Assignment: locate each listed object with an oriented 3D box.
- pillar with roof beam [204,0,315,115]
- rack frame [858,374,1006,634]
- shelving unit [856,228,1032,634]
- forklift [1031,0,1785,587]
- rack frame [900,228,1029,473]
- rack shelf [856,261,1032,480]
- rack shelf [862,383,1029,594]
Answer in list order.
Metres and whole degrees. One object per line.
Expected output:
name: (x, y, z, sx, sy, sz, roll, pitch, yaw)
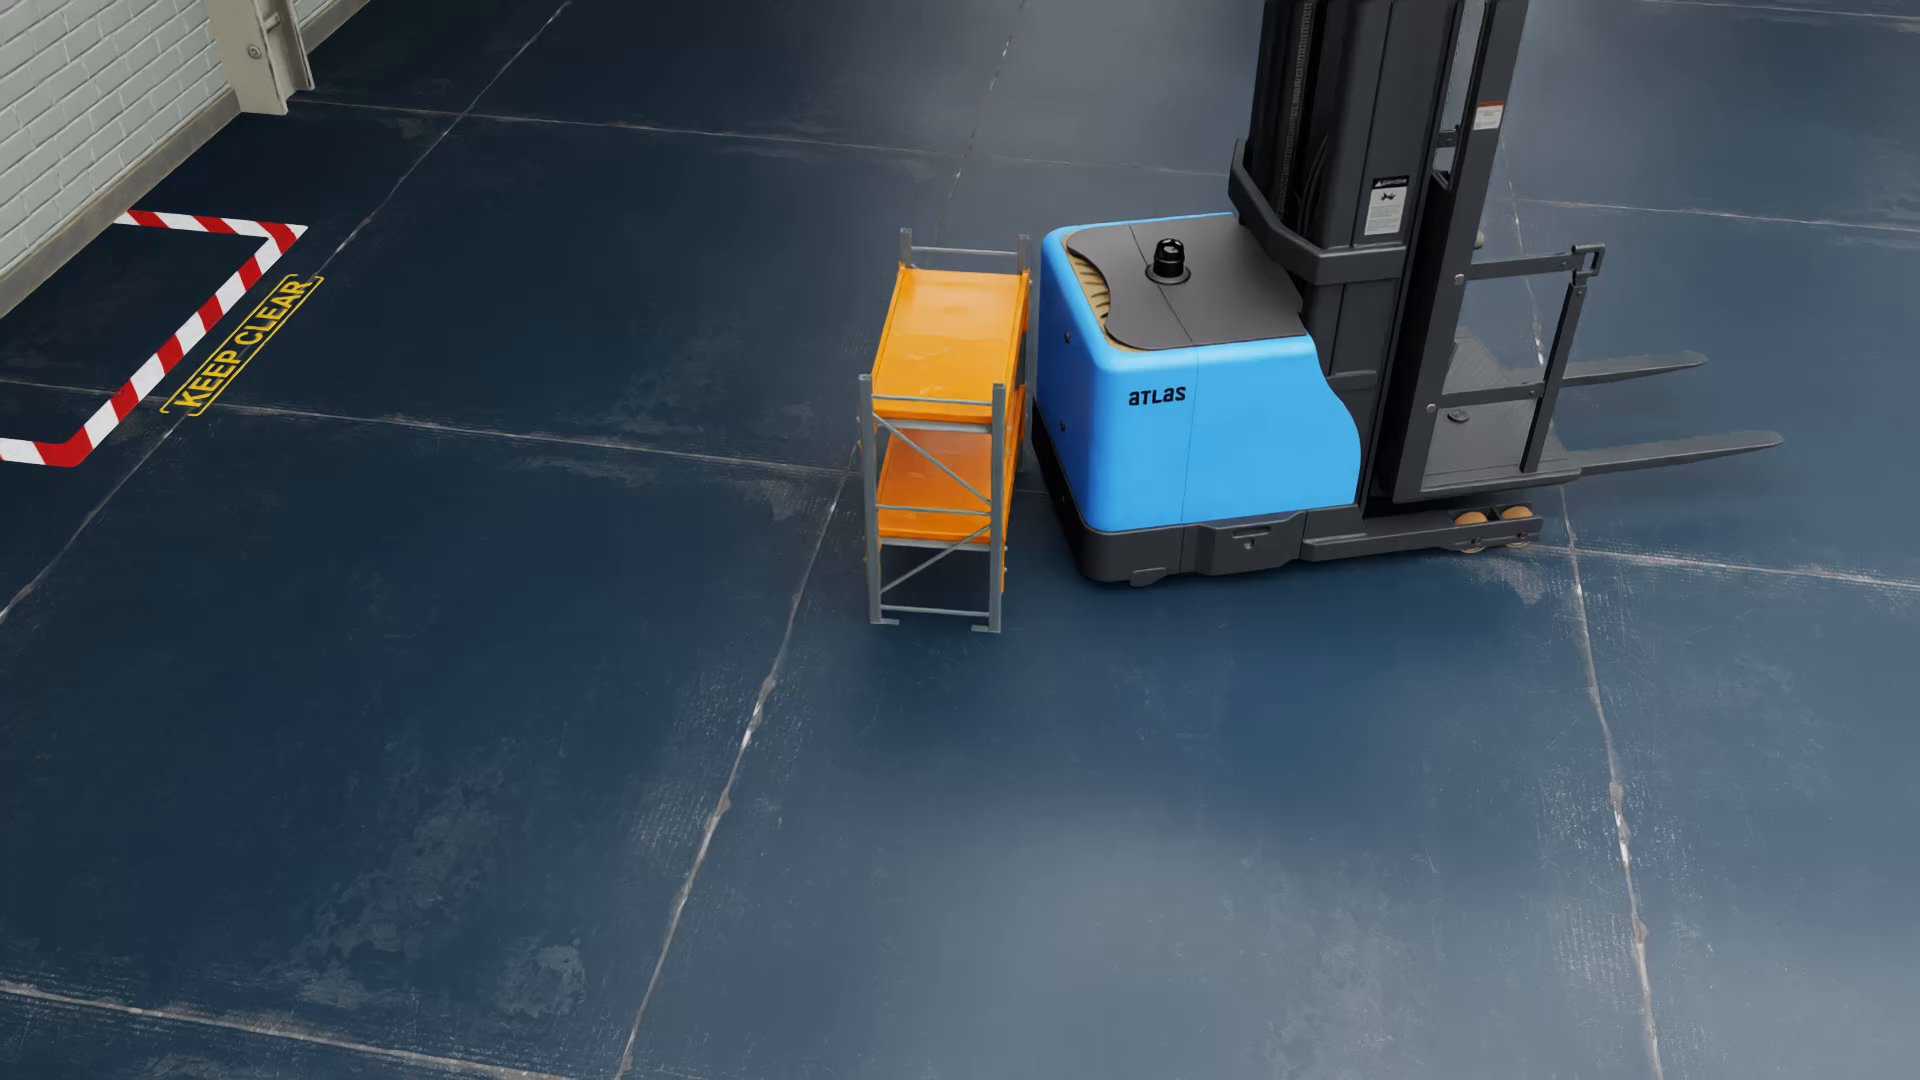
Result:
pillar with roof beam: (0.153, -5.631, 6.498, 9.100, 9.000, 0.400, 6, 40, 8)
rack frame: (-0.095, -0.104, 5.994, 0.500, 1.125, 0.032, 4, 40, 5)
shelving unit: (-0.039, -0.426, 6.383, 0.538, 1.125, 1.048, 4, 40, 5)
forklift: (1.874, -1.403, 6.147, 3.031, 2.935, 1.130, -7, 40, -8)
rack frame: (0.017, -0.748, 6.772, 0.500, 1.125, 0.032, 4, 40, 5)
rack shelf: (-0.039, -0.652, 6.196, 0.538, 0.278, 1.000, 4, 40, 5)
rack shelf: (-0.039, -0.238, 6.539, 0.538, 0.278, 1.000, 4, 40, 5)
